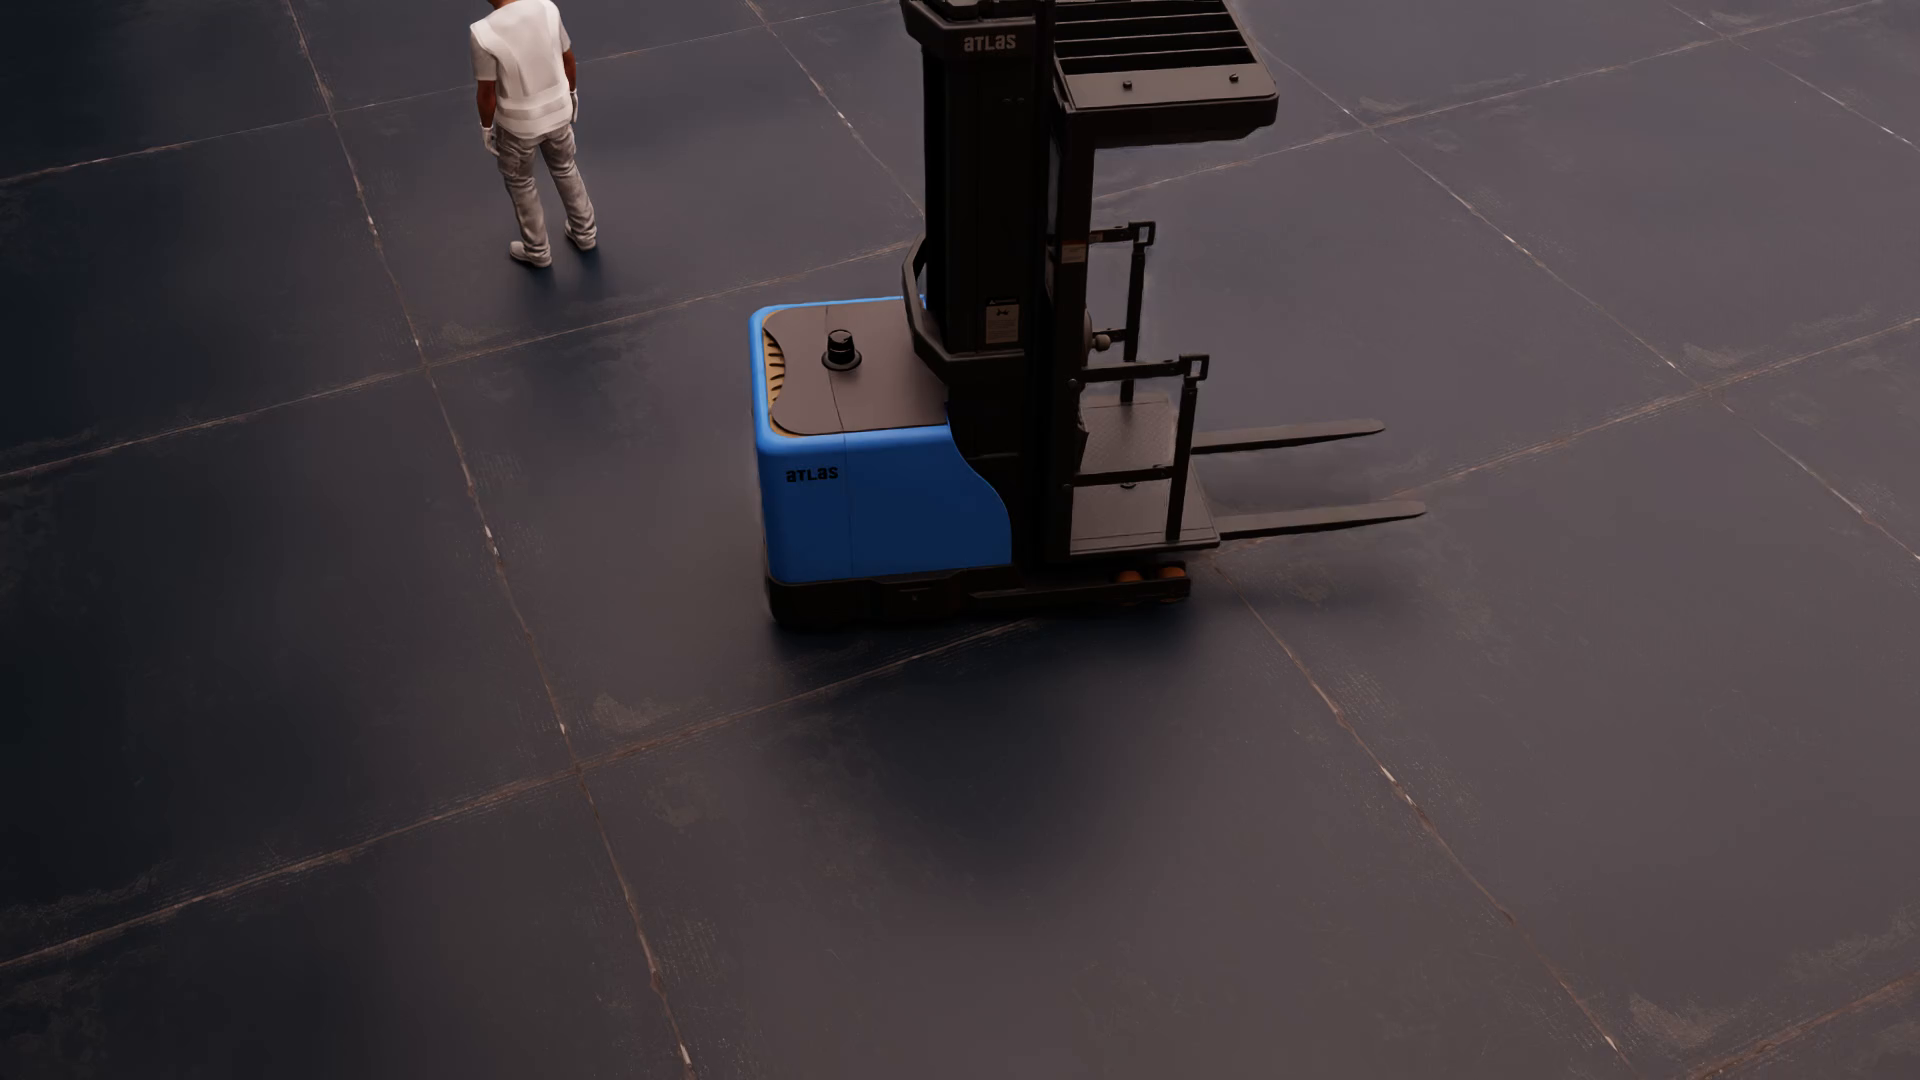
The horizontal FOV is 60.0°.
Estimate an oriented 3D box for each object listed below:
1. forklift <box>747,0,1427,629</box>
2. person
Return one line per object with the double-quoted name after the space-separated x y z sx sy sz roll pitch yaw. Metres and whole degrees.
0.605 -1.128 6.888 3.031 2.935 1.130 -5 43 -6 "forklift"
-2.332 -2.315 9.012 0.618 1.773 0.442 -33 52 -30 "person"
